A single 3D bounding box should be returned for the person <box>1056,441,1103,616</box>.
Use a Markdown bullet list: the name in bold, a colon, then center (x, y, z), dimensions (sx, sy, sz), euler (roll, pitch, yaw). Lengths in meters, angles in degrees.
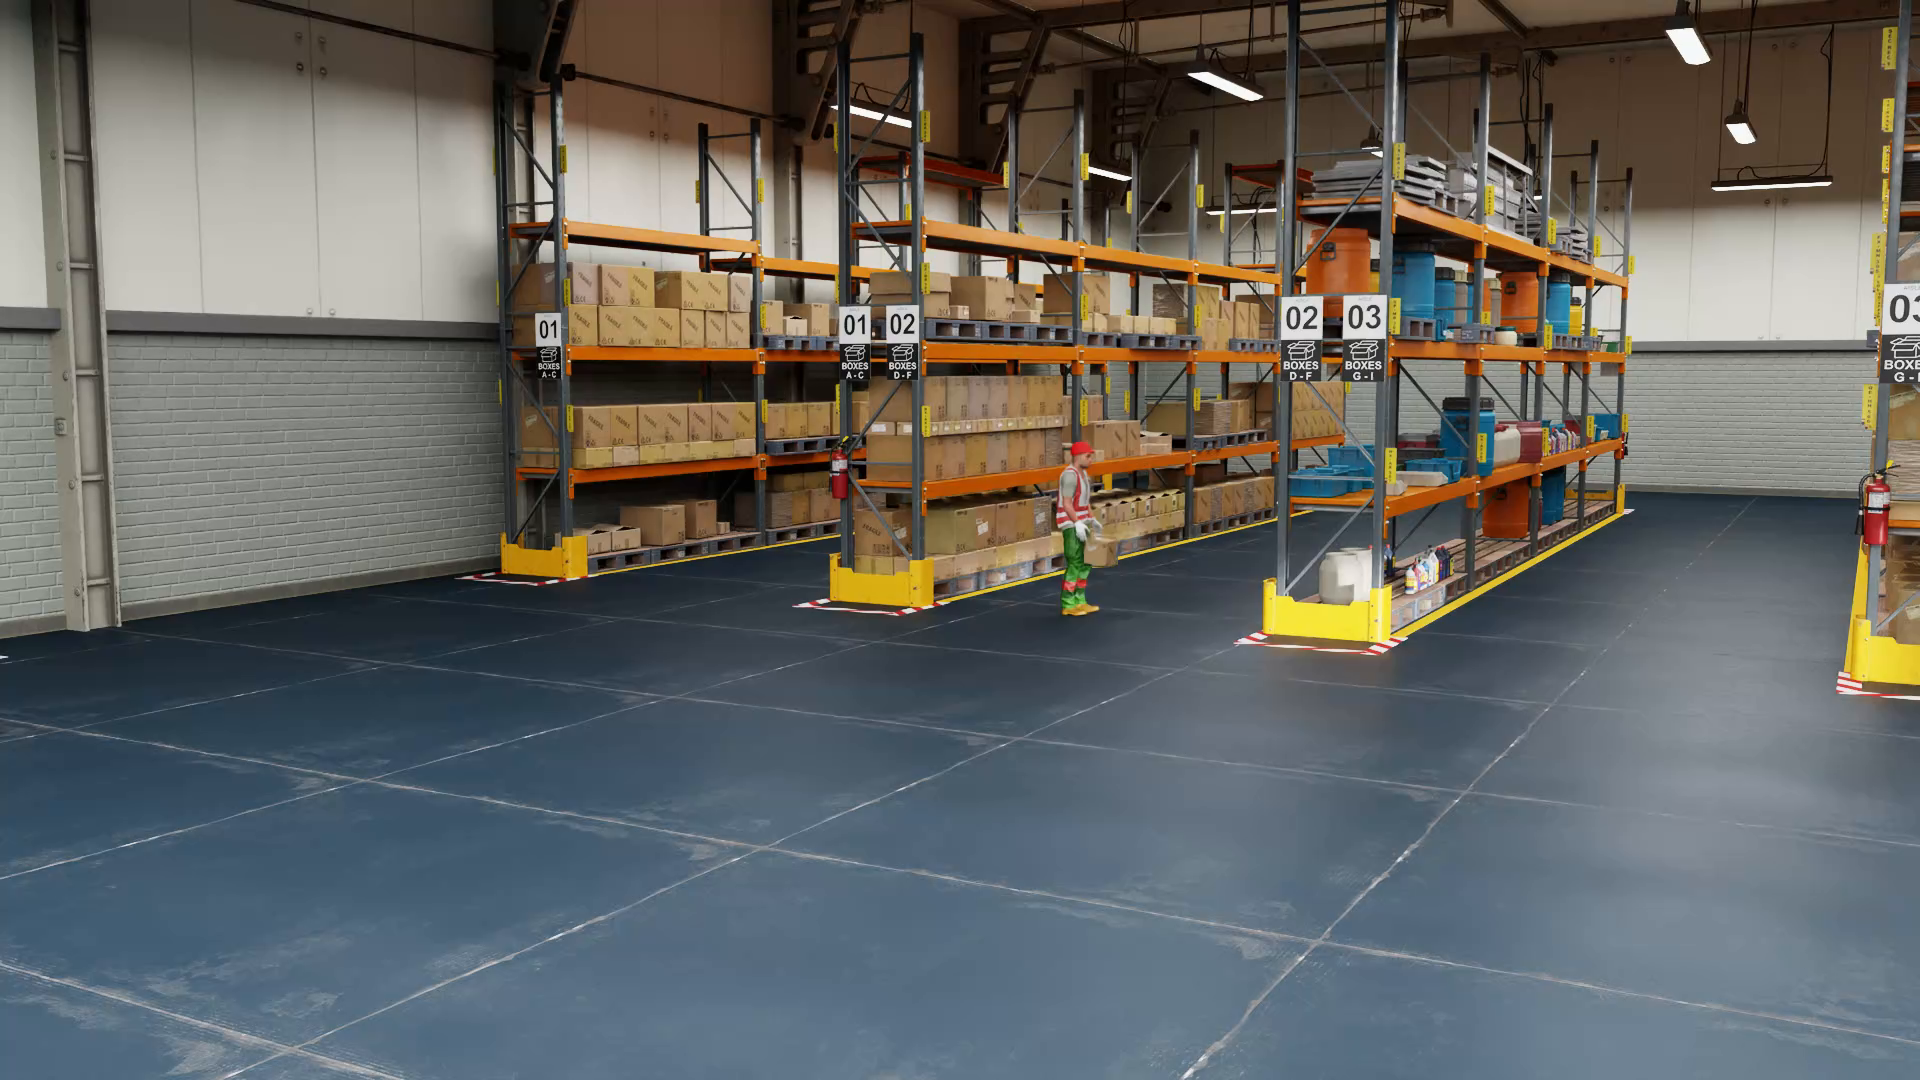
- **person**: center (1.223, -0.129, 17.224), dimensions (0.414, 1.788, 0.544), euler (3, 7, 27)
